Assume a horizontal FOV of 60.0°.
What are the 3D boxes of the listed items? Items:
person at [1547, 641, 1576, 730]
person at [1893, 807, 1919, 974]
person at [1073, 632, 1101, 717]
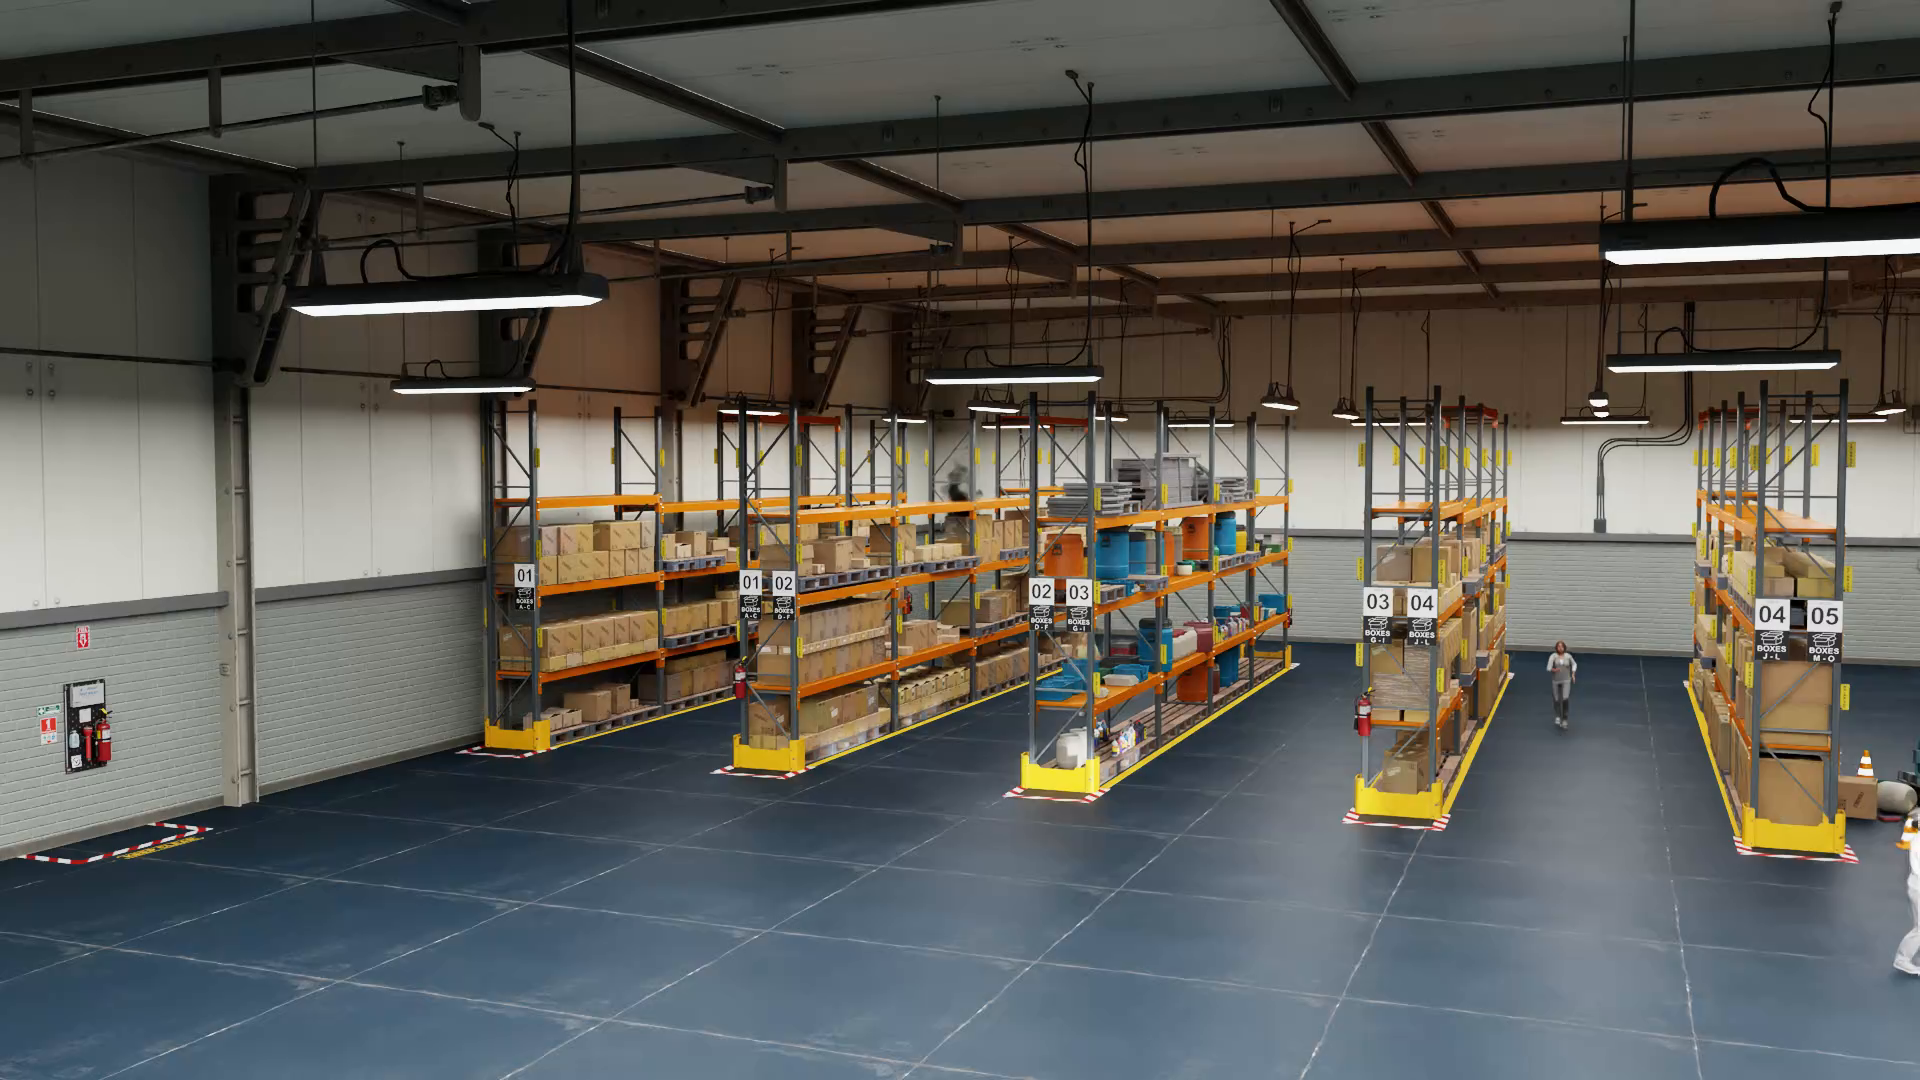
[{"bbox_3d":[11.143,2.682,30.825,0.507,1.634,0.693,1,3,23],"label":"person"},{"bbox_3d":[9.306,3.377,15.897,0.594,1.712,0.622,-2,3,-35],"label":"person"},{"bbox_3d":[2.442,2.591,32.313,0.586,1.628,0.752,1,3,23],"label":"person"}]
